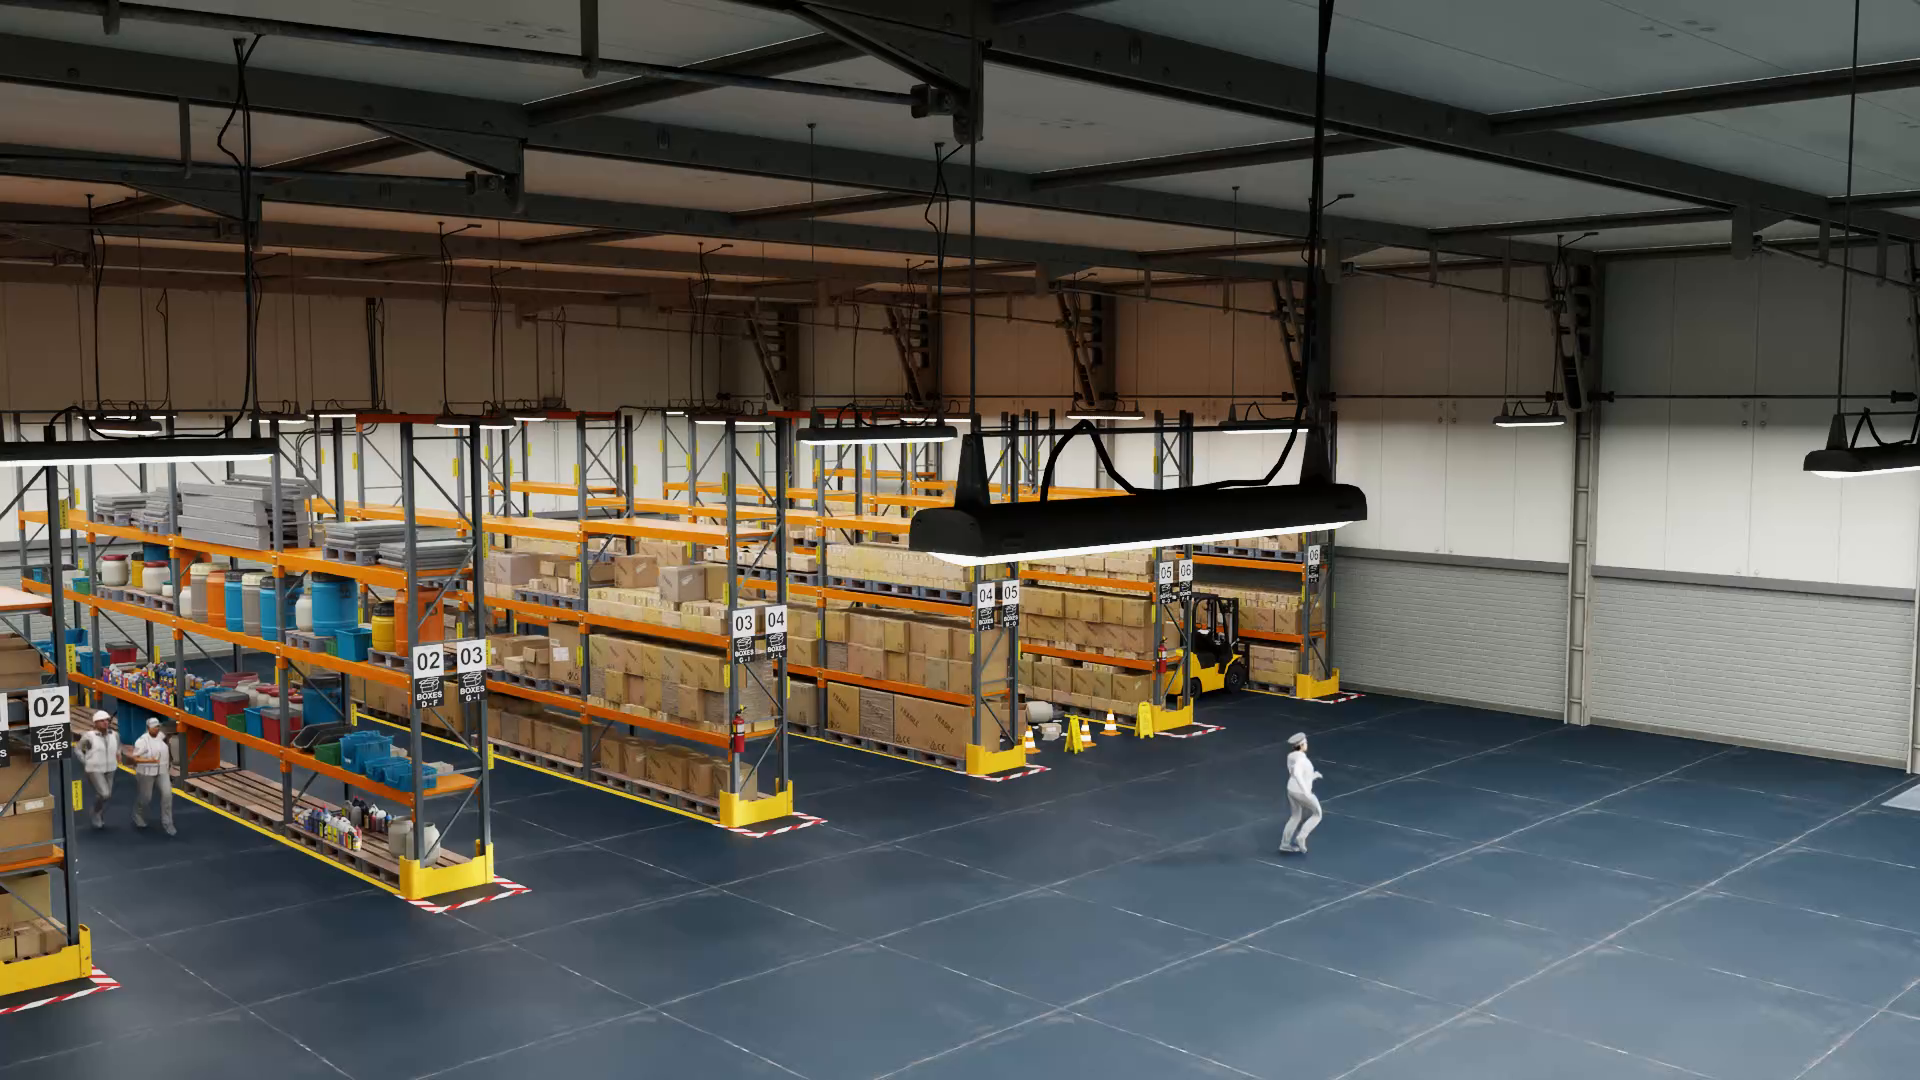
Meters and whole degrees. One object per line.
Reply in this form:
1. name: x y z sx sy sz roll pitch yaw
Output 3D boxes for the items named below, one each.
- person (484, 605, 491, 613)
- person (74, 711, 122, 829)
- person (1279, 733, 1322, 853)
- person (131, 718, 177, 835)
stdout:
1. person: -11.665 2.014 40.421 0.711 1.651 0.762 -2 5 -23
2. person: -12.529 3.346 24.298 0.724 1.723 0.584 3 6 31
3. person: 4.741 3.484 23.005 0.620 1.660 0.548 -2 5 -20
4. person: -11.740 3.411 24.161 0.834 1.699 0.572 4 6 38
